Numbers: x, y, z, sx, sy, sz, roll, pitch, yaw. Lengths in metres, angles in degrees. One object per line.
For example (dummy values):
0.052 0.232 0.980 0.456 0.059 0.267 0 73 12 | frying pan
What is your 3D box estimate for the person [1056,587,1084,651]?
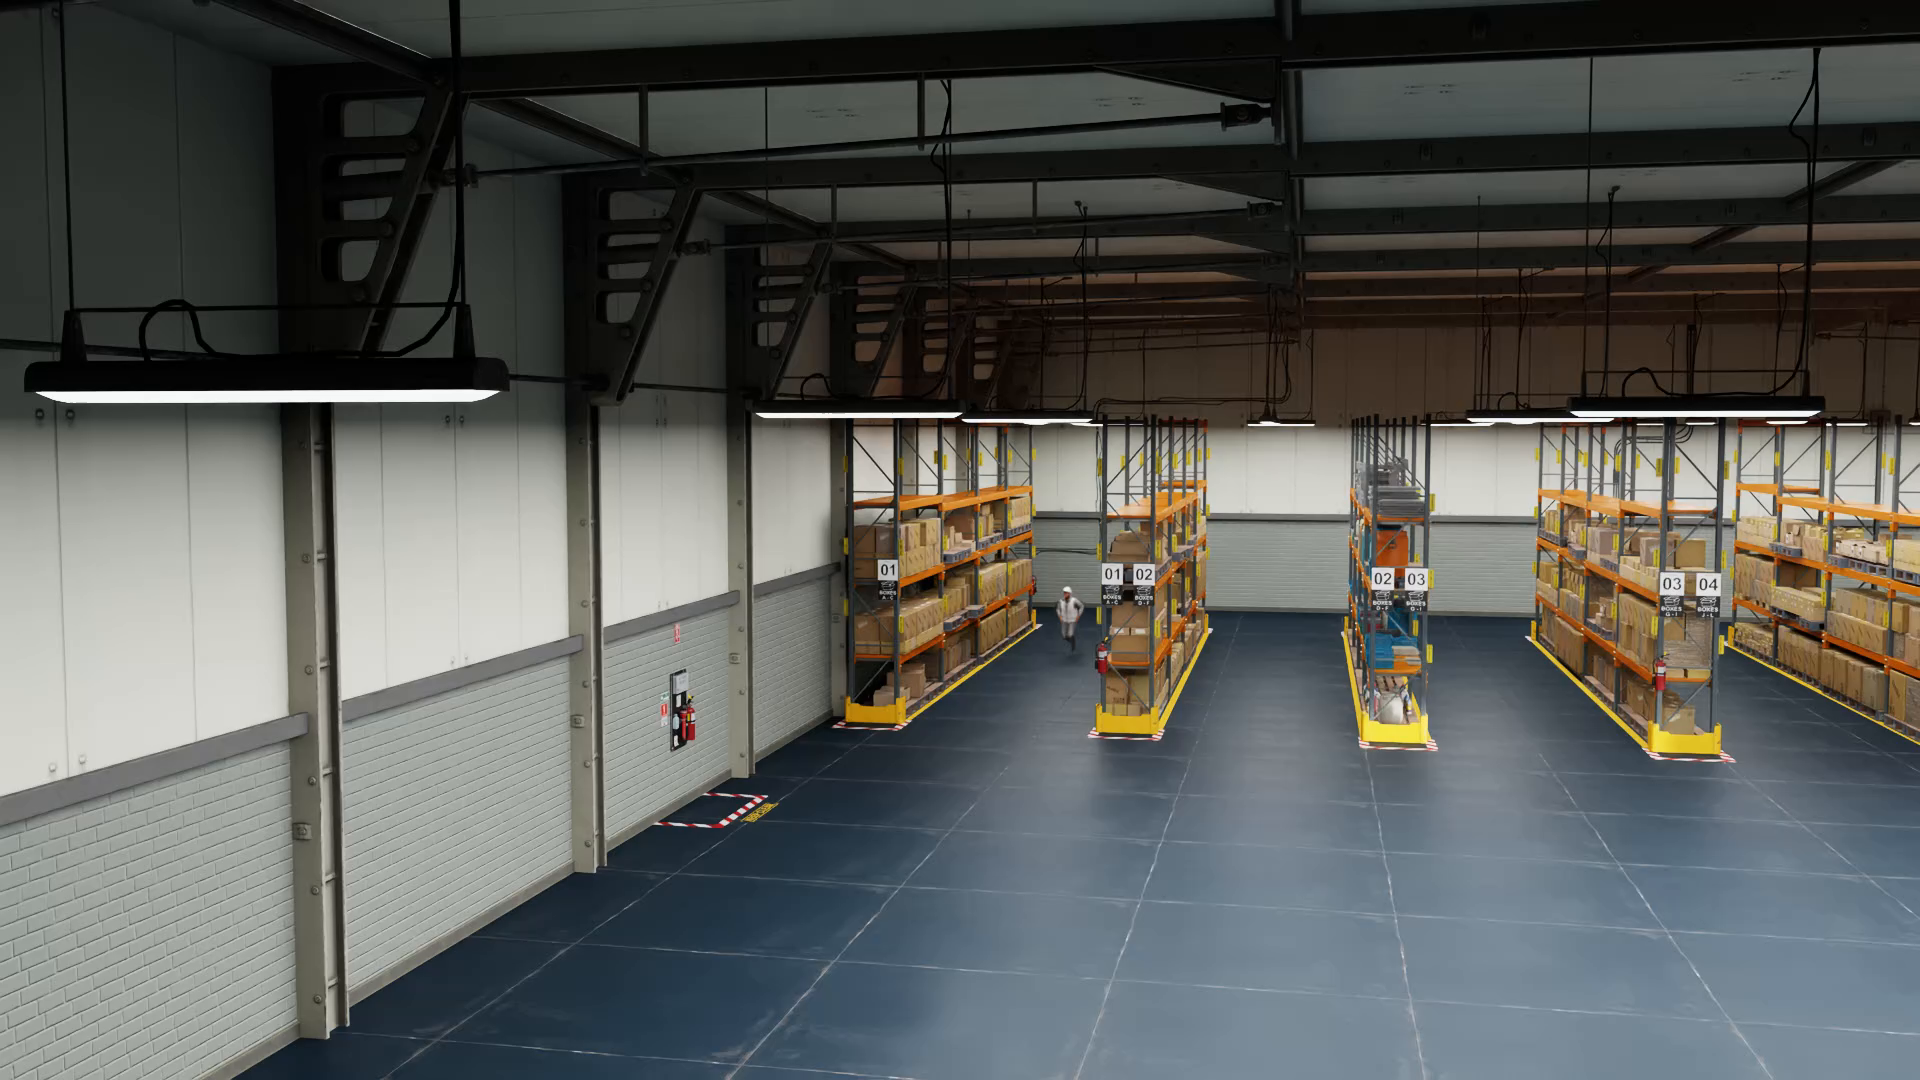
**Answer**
2.781 1.989 41.892 0.704 1.634 0.708 1 4 20 | person
